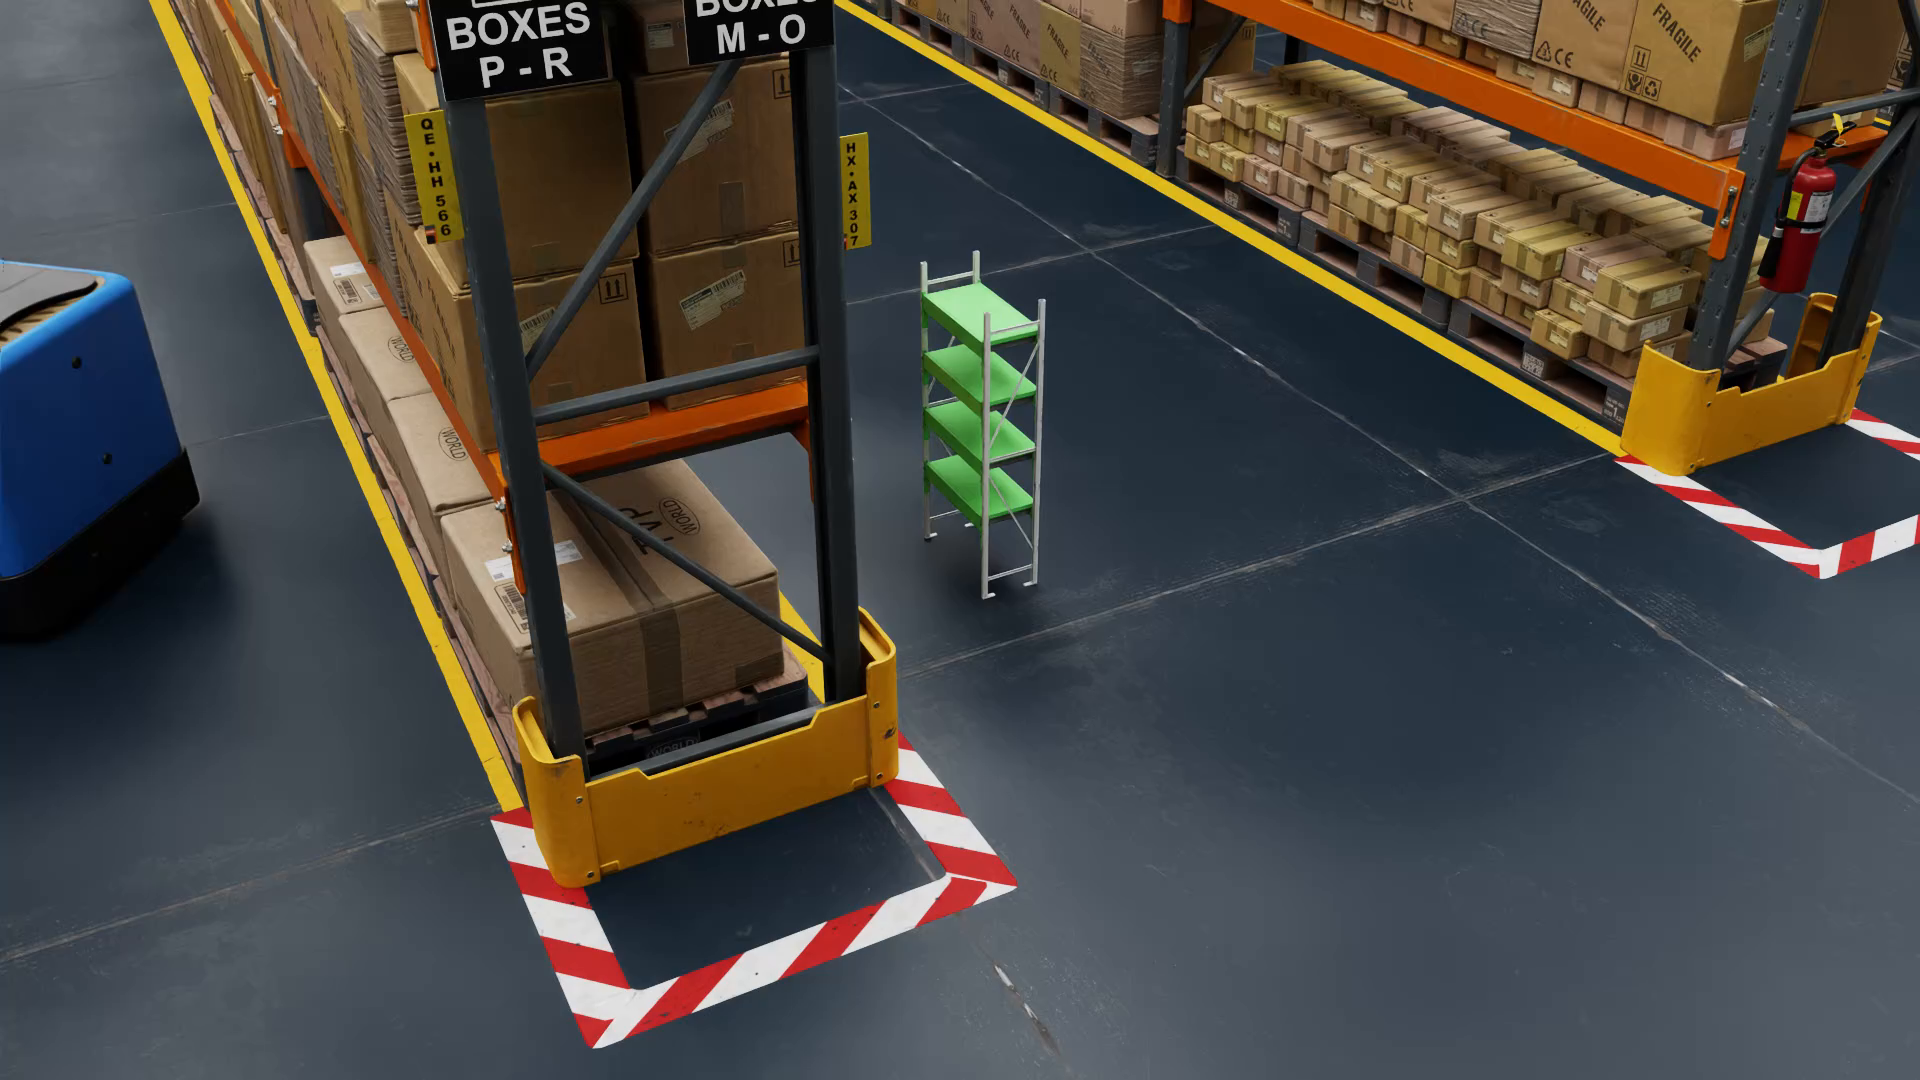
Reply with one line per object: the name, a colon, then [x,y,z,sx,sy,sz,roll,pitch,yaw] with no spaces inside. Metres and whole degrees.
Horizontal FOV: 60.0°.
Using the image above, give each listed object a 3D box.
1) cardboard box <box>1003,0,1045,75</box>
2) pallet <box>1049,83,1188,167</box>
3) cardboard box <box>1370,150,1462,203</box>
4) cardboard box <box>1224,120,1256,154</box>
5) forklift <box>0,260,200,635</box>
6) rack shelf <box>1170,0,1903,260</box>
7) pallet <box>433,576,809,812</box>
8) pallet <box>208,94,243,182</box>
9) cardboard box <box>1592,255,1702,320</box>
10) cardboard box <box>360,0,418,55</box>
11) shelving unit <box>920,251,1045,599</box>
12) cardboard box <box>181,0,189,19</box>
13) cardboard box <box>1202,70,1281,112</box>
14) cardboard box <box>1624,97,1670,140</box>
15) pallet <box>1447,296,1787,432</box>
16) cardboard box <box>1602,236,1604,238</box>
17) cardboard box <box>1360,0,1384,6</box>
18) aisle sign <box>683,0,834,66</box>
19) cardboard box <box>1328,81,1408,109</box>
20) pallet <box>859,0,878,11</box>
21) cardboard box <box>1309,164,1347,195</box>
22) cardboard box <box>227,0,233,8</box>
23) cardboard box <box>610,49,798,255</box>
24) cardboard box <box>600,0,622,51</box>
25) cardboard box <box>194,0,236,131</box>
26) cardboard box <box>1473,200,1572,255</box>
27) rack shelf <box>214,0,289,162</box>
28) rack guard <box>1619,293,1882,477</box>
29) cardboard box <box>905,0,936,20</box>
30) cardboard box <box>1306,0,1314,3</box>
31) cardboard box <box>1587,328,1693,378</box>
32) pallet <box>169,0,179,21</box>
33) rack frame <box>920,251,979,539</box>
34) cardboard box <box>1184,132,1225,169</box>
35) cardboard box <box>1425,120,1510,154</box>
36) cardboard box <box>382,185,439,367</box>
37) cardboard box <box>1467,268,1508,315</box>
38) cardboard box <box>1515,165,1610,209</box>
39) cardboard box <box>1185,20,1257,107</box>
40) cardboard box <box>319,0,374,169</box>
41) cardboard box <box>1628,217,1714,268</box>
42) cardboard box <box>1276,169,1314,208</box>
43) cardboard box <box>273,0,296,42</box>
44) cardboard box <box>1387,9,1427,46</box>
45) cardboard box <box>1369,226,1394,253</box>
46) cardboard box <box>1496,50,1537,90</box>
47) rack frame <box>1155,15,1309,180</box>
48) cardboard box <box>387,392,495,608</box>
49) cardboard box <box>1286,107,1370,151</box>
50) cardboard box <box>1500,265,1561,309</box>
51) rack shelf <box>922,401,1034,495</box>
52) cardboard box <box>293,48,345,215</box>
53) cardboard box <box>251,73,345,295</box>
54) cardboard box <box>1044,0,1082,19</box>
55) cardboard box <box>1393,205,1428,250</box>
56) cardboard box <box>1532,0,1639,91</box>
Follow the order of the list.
cardboard box: [0.636,-3.531,11.409,0.500,0.500,0.500,-17,36,-24]
pallet: [1.314,-2.823,10.961,1.003,0.211,1.213,-16,36,-23]
cardboard box: [2.361,-1.884,8.613,0.380,0.149,0.250,-16,36,-23]
cardboard box: [1.761,-2.376,9.656,0.380,0.149,0.250,-16,36,-23]
forklift: [-4.711,-1.284,6.037,3.031,2.935,1.130,7,33,12]
rack shelf: [2.610,-2.369,8.334,1.077,0.370,4.000,-16,36,-23]
pallet: [-1.231,0.388,5.948,1.003,0.211,1.213,-16,36,-23]
pallet: [-4.218,-2.672,10.726,1.003,0.211,1.213,-16,36,-23]
cardboard box: [3.072,-1.133,7.440,0.380,0.149,0.250,-15,36,-23]
cardboard box: [-1.468,-1.498,4.687,0.380,0.149,0.250,-16,36,-24]
shelving unit: [0.077,-0.426,6.303,0.258,1.200,0.503,-16,36,-23]
cardboard box: [-5.473,-4.298,12.724,0.950,0.372,0.625,-15,35,-22]
cardboard box: [1.655,-2.637,9.787,0.380,0.149,0.250,-14,35,-21]
cardboard box: [3.058,-1.824,7.049,0.380,0.149,0.250,-16,36,-23]
pallet: [3.160,-0.976,8.078,1.003,0.211,1.213,-16,36,-23]
cardboard box: [3.232,-1.523,8.324,0.380,0.149,0.250,-15,35,-22]
cardboard box: [2.126,-3.010,8.299,0.500,0.500,0.500,-17,36,-24]
aisle sign: [-0.499,-1.557,3.990,0.394,0.787,0.004,-16,36,-23]
cardboard box: [2.351,-2.520,9.604,0.380,0.149,0.250,-16,36,-24]
pallet: [-0.488,-4.756,13.978,1.003,0.211,1.213,-16,36,-23]
cardboard box: [2.137,-2.002,9.072,0.380,0.149,0.250,-14,35,-21]
cardboard box: [-3.541,-2.909,8.650,0.500,0.250,0.500,-17,36,-24]
cardboard box: [-0.761,-1.188,4.804,0.500,0.500,0.500,-17,36,-24]
cardboard box: [-0.895,-1.506,4.700,0.380,0.149,0.250,-15,36,-22]
cardboard box: [-4.270,-3.173,10.503,0.875,0.875,0.875,-16,36,-24]
cardboard box: [2.708,-1.499,8.010,0.380,0.149,0.250,-17,37,-25]
rack shelf: [-3.587,-2.984,9.295,1.077,0.370,4.000,-16,36,-23]
rack guard: [3.508,-0.701,7.381,1.175,0.500,0.348,-16,36,-23]
cardboard box: [-0.083,-4.258,12.543,0.500,0.500,0.500,-17,37,-25]
cardboard box: [1.999,-2.953,8.812,0.380,0.149,0.250,-18,37,-25]
cardboard box: [3.113,-0.892,7.616,0.380,0.149,0.250,-15,36,-22]
pallet: [-6.020,-4.605,13.743,1.003,0.211,1.213,-16,36,-23]
rack frame: [-0.037,-0.543,6.485,0.240,1.200,0.015,-16,36,-23]
cardboard box: [1.563,-2.348,9.888,0.380,0.149,0.250,-18,37,-25]
cardboard box: [2.747,-2.145,9.019,0.380,0.149,0.250,-17,36,-25]
cardboard box: [-1.469,-0.873,5.239,0.500,0.500,0.500,-17,36,-24]
cardboard box: [2.730,-1.252,8.177,0.380,0.149,0.250,-15,36,-23]
cardboard box: [3.050,-1.766,8.427,0.380,0.149,0.250,-14,35,-21]
cardboard box: [1.568,-3.170,10.845,0.500,0.500,0.500,-14,35,-21]
cardboard box: [-1.722,-1.536,5.348,0.500,0.500,0.500,-16,36,-23]
cardboard box: [3.364,-1.381,7.827,0.380,0.149,0.250,-15,36,-22]
cardboard box: [2.012,-2.007,9.355,0.380,0.149,0.250,-17,36,-24]
cardboard box: [-2.416,-2.265,6.486,0.500,0.500,0.500,-16,36,-24]
cardboard box: [2.344,-2.570,8.214,0.380,0.149,0.250,-14,35,-21]
cardboard box: [2.394,-1.633,8.772,0.380,0.149,0.250,-15,36,-22]
cardboard box: [2.691,-2.189,7.619,0.380,0.149,0.250,-18,37,-25]
rack frame: [1.678,-3.626,9.629,1.000,3.000,0.127,-16,36,-23]
cardboard box: [-1.619,-0.246,6.340,0.875,0.438,0.875,-15,36,-22]
cardboard box: [2.035,-2.263,9.204,0.380,0.149,0.250,-17,36,-24]
cardboard box: [2.801,-1.247,7.893,0.380,0.149,0.250,-17,37,-25]
rack shelf: [0.077,-0.372,6.338,0.258,0.148,0.480,-16,36,-23]
cardboard box: [-2.210,-1.605,6.382,0.500,0.500,0.500,-16,36,-23]
cardboard box: [-3.014,-1.891,8.501,0.875,0.875,0.875,-15,35,-22]
cardboard box: [0.879,-3.607,10.832,0.500,0.250,0.500,-14,35,-21]
cardboard box: [2.445,-1.617,8.472,0.380,0.149,0.250,-14,35,-21]
cardboard box: [2.870,-2.281,7.162,0.500,0.500,0.500,-16,36,-24]
